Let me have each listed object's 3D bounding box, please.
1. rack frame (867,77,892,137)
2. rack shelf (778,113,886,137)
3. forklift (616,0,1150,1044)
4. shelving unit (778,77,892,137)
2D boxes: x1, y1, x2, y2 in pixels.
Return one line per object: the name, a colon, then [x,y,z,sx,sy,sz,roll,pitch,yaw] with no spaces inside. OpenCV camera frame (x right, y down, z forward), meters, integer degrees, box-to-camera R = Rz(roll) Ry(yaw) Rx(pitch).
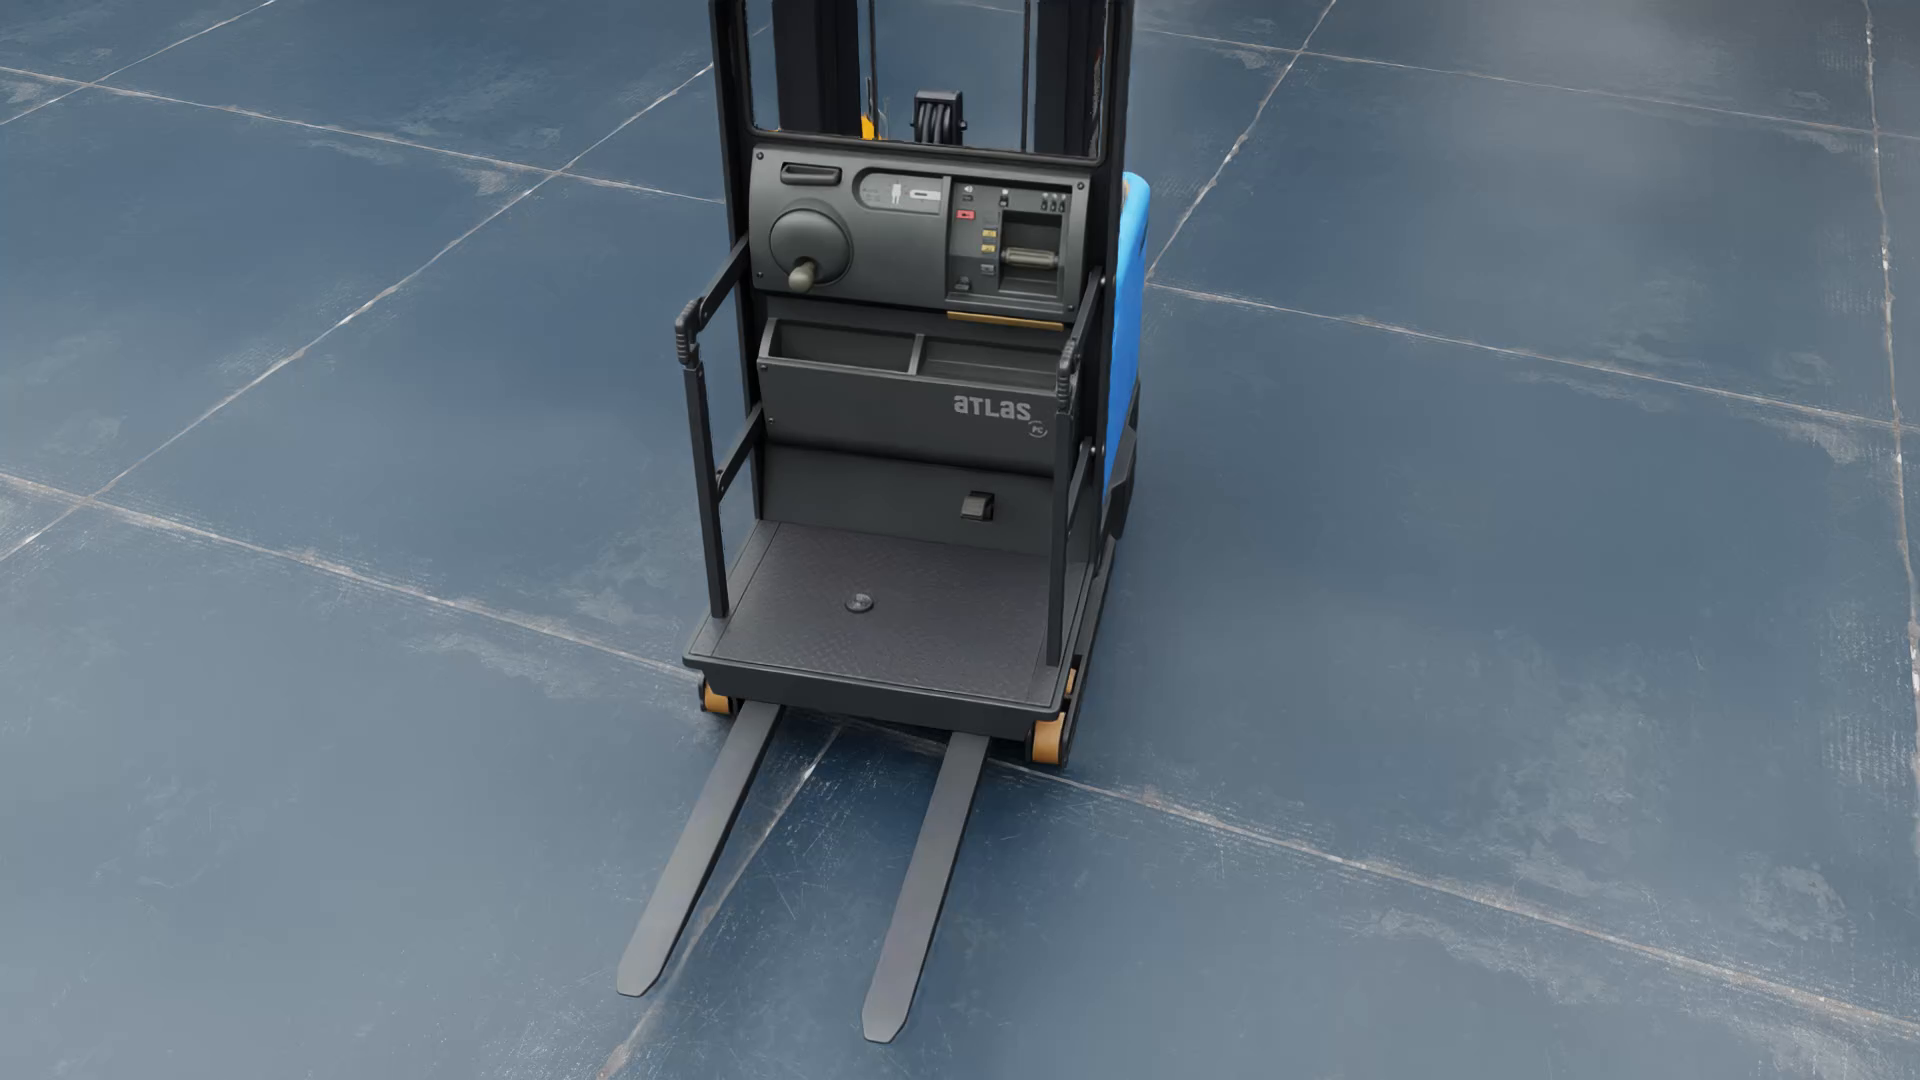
rack frame: [-0.284,-1.106,6.223,0.015,1.200,0.240,-12,37,-16]
rack shelf: [-0.516,-1.377,5.928,0.480,0.148,0.258,-12,37,-16]
forklift: [-0.162,-0.764,4.325,1.130,2.935,3.031,8,37,10]
shelving unit: [-0.513,-1.057,6.157,0.503,1.200,0.258,-12,37,-16]
